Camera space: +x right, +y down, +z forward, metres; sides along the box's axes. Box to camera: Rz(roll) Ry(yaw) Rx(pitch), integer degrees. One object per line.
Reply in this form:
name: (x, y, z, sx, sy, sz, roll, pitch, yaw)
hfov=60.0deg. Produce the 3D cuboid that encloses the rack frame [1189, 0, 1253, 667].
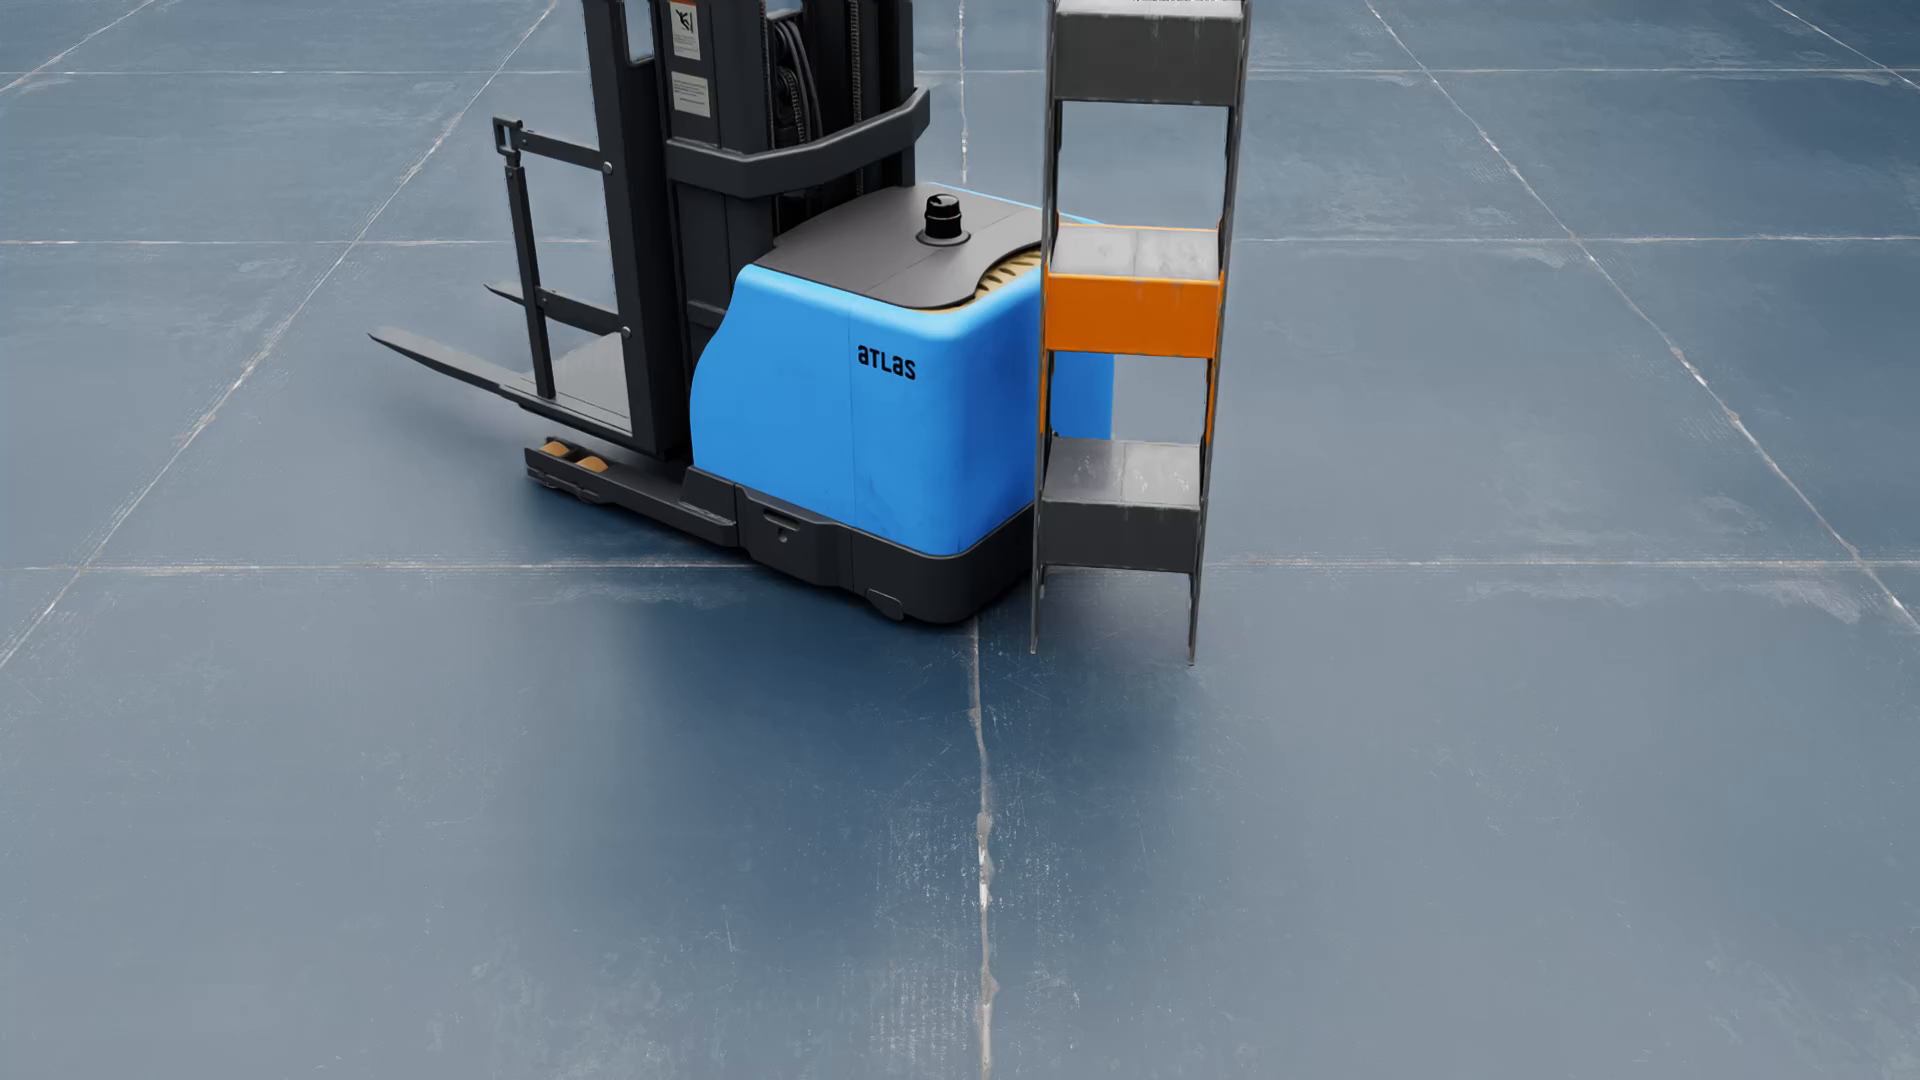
rack frame: (0.734, -0.611, 4.733, 0.015, 2.100, 0.400, 4, 31, 6)

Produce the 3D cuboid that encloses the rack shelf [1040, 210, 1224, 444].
rack shelf: (0.492, -0.615, 4.766, 0.480, 0.518, 0.431, 4, 31, 6)

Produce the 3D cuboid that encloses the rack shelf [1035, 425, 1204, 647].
rack shelf: (0.492, -0.016, 5.129, 0.480, 0.518, 0.431, 4, 31, 6)

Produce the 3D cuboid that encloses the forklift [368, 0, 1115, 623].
forklift: (-0.962, -1.585, 5.537, 3.031, 2.935, 1.130, 20, 37, 30)

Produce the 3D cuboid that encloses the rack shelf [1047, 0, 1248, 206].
rack shelf: (0.492, -1.213, 4.402, 0.480, 0.518, 0.431, 4, 31, 6)

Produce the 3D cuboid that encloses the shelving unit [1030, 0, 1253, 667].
shelving unit: (0.492, -0.627, 4.758, 0.503, 2.100, 0.431, 4, 31, 6)

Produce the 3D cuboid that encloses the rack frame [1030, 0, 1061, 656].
rack frame: (0.250, -0.642, 4.784, 0.015, 2.100, 0.400, 4, 31, 6)
